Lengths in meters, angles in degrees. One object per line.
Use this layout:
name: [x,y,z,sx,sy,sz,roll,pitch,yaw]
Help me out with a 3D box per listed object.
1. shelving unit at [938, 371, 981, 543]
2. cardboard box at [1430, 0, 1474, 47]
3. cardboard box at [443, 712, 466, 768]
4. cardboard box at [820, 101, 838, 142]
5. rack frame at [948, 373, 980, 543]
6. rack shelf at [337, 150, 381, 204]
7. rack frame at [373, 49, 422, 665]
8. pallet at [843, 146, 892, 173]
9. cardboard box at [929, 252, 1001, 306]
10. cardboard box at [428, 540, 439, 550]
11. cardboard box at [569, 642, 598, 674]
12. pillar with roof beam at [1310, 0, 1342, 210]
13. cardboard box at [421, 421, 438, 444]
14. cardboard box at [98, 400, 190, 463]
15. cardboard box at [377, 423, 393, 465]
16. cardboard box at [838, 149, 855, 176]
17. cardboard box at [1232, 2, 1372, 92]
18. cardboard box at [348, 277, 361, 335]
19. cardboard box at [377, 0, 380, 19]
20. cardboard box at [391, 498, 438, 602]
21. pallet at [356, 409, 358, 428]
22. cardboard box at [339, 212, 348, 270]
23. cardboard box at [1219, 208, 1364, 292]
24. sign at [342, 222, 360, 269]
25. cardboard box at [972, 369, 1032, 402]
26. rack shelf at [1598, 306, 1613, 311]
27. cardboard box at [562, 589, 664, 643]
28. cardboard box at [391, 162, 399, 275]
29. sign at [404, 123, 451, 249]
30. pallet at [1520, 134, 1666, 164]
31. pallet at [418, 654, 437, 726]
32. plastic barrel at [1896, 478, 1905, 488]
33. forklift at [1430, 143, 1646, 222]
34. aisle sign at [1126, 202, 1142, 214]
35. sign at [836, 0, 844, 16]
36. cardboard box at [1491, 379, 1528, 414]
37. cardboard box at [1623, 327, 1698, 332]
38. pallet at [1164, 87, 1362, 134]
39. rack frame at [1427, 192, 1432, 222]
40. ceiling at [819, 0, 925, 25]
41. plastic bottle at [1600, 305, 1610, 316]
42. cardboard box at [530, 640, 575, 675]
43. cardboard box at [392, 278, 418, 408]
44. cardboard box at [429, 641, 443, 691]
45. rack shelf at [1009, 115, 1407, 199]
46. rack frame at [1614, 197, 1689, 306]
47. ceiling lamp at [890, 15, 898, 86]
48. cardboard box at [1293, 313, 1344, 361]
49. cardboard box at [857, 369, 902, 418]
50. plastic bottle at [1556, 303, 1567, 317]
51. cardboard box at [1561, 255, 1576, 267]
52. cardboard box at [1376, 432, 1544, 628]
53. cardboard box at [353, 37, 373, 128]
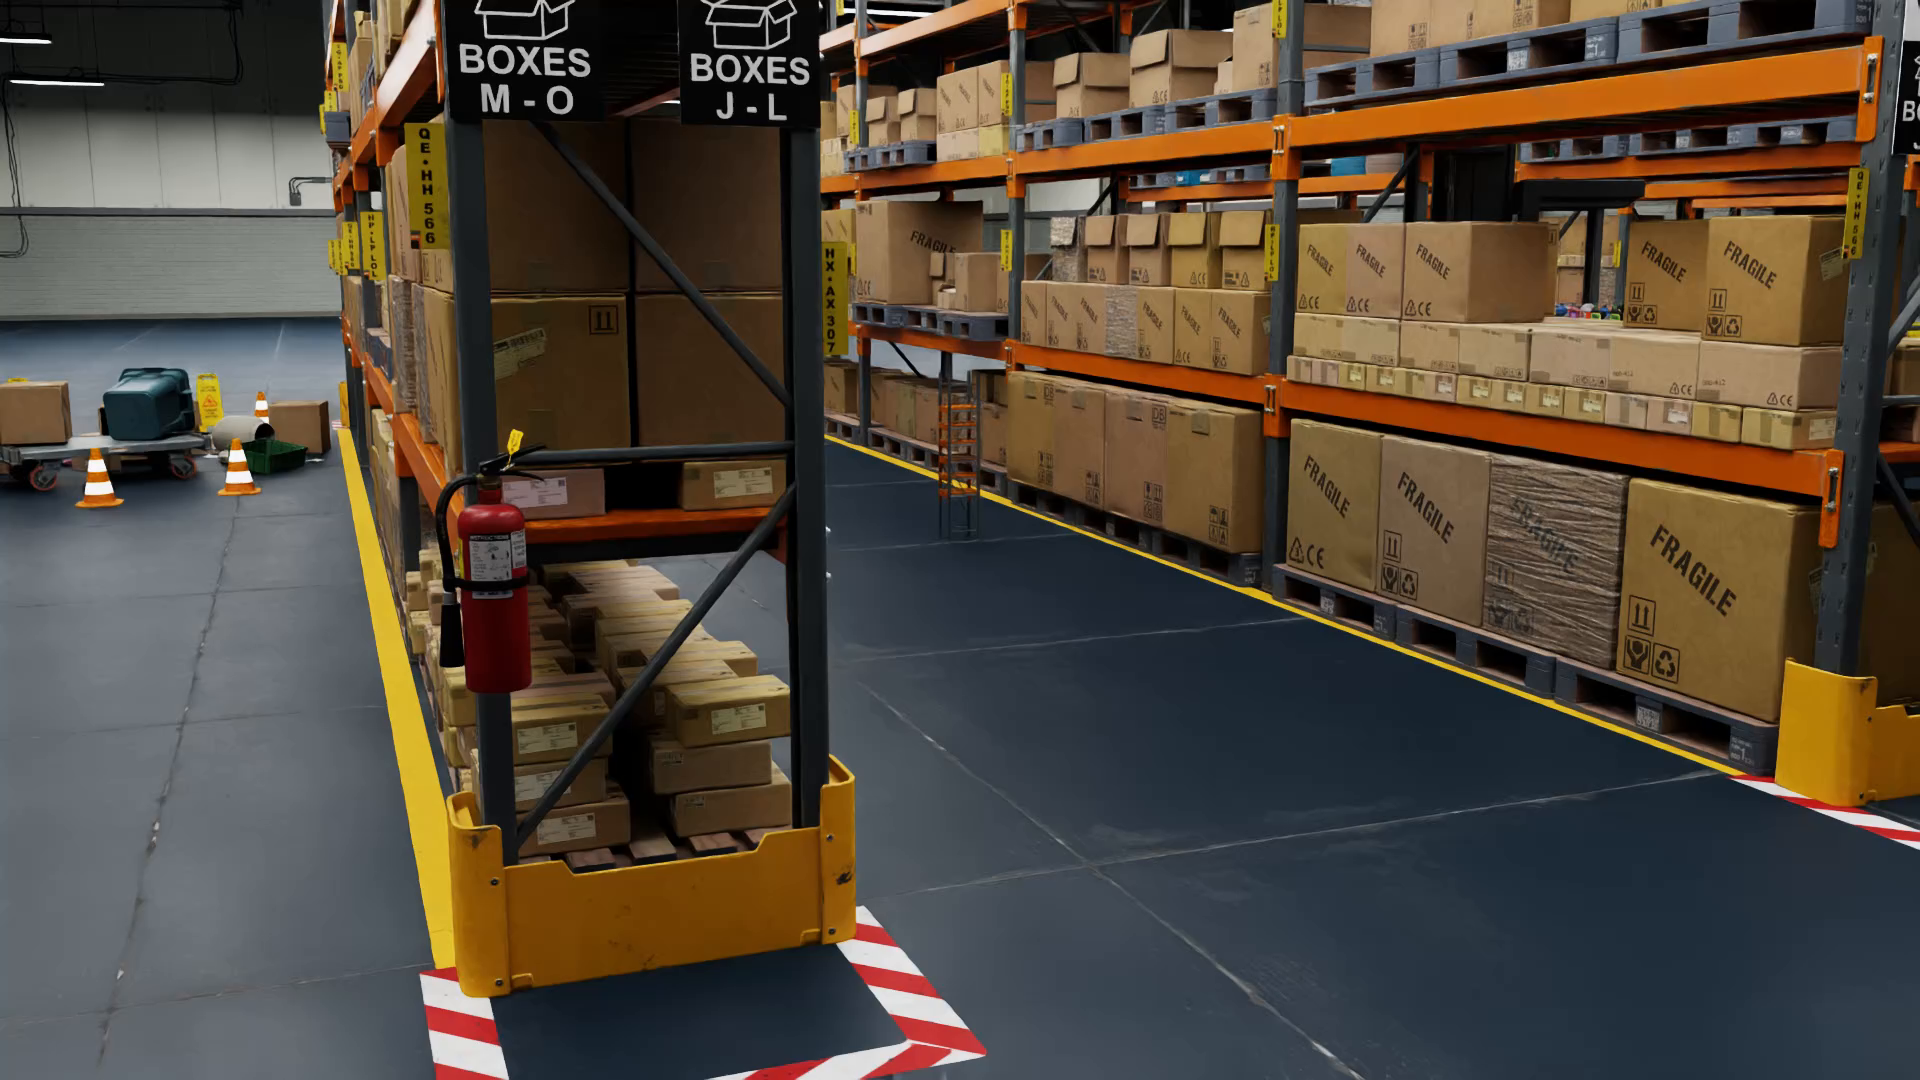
shelving unit: [-0.005,-0.593,11.828,0.258,1.200,0.189,-4,11,-21]
cardboard box: [2.862,-2.759,8.529,0.700,0.500,0.500,-3,11,-18]
cardboard box: [-1.719,0.725,6.219,0.380,0.149,0.250,-4,11,-23]
cardboard box: [-1.731,-4.807,19.250,0.500,0.500,0.500,-4,11,-21]
rack frame: [0.028,-0.578,11.744,0.240,1.200,0.006,-4,11,-21]
rack shelf: [-4.502,-2.992,13.667,1.077,0.370,4.000,-4,11,-21]
rack frame: [-2.328,-0.890,8.361,1.000,3.000,0.127,-4,11,-21]
pallet: [-0.443,-3.771,16.528,1.213,0.211,1.003,-4,11,-21]
cardboard box: [0.147,-2.475,15.775,0.797,0.503,0.637,-3,10,-15]
cardboard box: [-2.396,0.083,8.132,0.380,0.149,0.250,-3,11,-19]
cardboard box: [-1.360,0.501,6.632,0.380,0.149,0.250,-3,11,-18]
pillar with roof beam: [4.532,-8.670,34.968,9.100,9.000,0.548,-4,11,-21]
cardboard box: [-2.008,-0.488,6.815,0.380,0.149,0.250,-3,11,-18]
cardboard box: [-7.911,-1.078,16.157,0.797,0.637,0.503,-4,11,-21]
cardboard box: [-3.402,-0.596,10.505,0.500,0.250,0.500,-4,11,-20]
cardboard box: [-0.976,-3.955,17.455,0.500,0.250,0.500,-3,11,-19]
cardboard box: [2.112,-3.016,10.258,0.700,0.500,0.500,-4,11,-20]
cardboard box: [-5.104,-2.060,14.652,0.500,0.500,0.500,-4,11,-20]
cardboard box: [-2.377,-2.446,7.541,0.500,0.250,0.500,-4,11,-19]
cardboard box: [-2.831,0.029,9.133,0.500,0.500,0.500,-4,11,-22]
pallet: [-6.314,-1.351,18.911,1.003,0.211,1.213,-4,11,-21]
cardboard box: [-5.636,-2.947,16.409,0.875,0.550,0.550,-4,11,-21]
cardboard box: [2.092,-1.836,10.525,0.797,0.503,0.637,-4,11,-22]
sign: [-4.294,-2.078,11.729,0.100,0.325,0.005,-4,11,-21]
cardboard box: [0.409,-1.390,14.910,0.500,0.250,0.500,-3,10,-14]
rack shelf: [7.942,-3.095,22.808,1.077,0.370,4.000,-4,11,-21]
cardboard box: [-1.427,0.311,6.851,0.380,0.149,0.250,-4,11,-21]
cardboard box: [-2.190,-1.406,7.268,0.500,0.500,0.500,-4,11,-23]
sign: [-1.403,-0.931,4.382,0.100,0.325,0.005,-4,11,-21]
pallet: [5.684,-3.409,14.493,1.003,0.211,1.213,-4,11,-21]
pallet: [-2.052,0.590,8.002,1.003,0.211,1.213,-4,11,-21]
plastic barrel: [6.766,-0.767,12.457,0.600,0.901,0.708,-4,11,-21]
forklift: [3.961,-1.382,11.321,3.031,2.935,1.130,1,10,5]
aisle sign: [2.300,-4.735,22.551,0.394,0.787,0.004,-4,11,-21]
sign: [-1.493,-6.671,20.608,0.100,0.325,0.005,-4,11,-21]
cardboard box: [2.791,-0.699,8.002,0.380,0.149,0.250,-4,11,-20]
cardboard box: [3.485,-0.871,7.828,0.500,0.250,0.500,-4,11,-23]
pallet: [1.953,-2.718,10.616,0.805,0.209,1.217,-4,11,-23]
rack frame: [7.217,-3.776,24.580,1.000,3.000,0.127,-4,11,-21]
ceiling: [-4.672,-15.854,49.660,6.000,0.001,6.000,-4,11,-21]
plastic bottle: [5.595,-1.909,14.455,0.097,0.271,0.097,0,10,0]
cardboard box: [-1.591,0.471,5.950,0.380,0.149,0.250,-4,11,-23]
cardboard box: [-2.049,-0.825,6.855,0.500,0.500,0.500,-4,11,-22]
cardboard box: [-1.927,0.490,6.691,0.380,0.149,0.250,-4,11,-20]
rack shelf: [1.607,-2.638,11.674,1.077,0.370,4.000,-4,11,-21]
rack frame: [8.667,-3.123,20.910,1.000,3.000,0.127,-4,11,-21]
ceiling lamp: [-1.202,-13.810,47.194,2.000,3.185,0.800,-4,11,-21]
cardboard box: [2.257,-1.168,9.501,0.500,0.250,0.500,-4,11,-22]
cardboard box: [-0.890,-1.631,18.465,0.500,0.500,0.500,0,10,-3]
plastic bottle: [5.370,-1.981,14.858,0.097,0.271,0.097,0,10,0]
cardboard box: [8.087,-3.648,21.725,0.380,0.149,0.250,-4,11,-21]
cardboard box: [2.822,-0.090,8.727,0.875,0.875,0.875,-4,11,-21]
cardboard box: [-3.445,-2.797,10.228,0.500,0.500,0.500,-4,11,-21]
